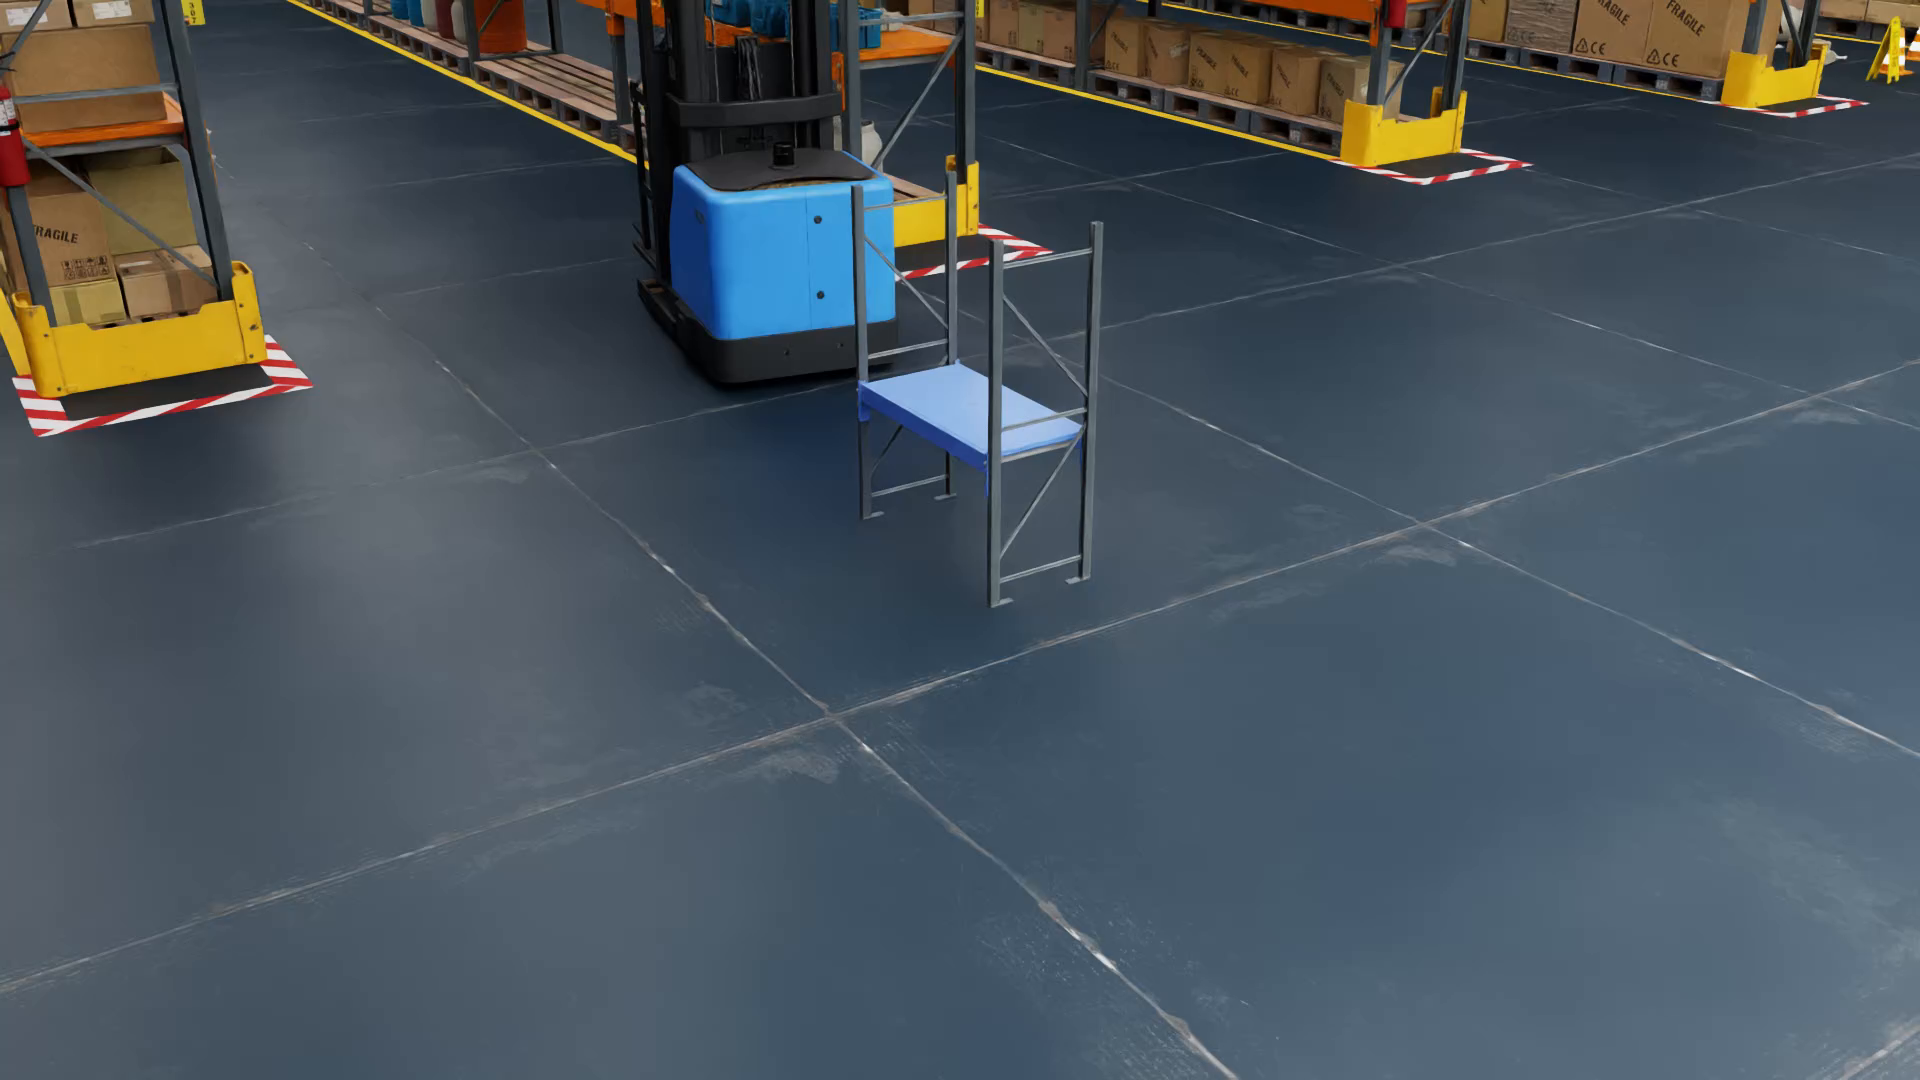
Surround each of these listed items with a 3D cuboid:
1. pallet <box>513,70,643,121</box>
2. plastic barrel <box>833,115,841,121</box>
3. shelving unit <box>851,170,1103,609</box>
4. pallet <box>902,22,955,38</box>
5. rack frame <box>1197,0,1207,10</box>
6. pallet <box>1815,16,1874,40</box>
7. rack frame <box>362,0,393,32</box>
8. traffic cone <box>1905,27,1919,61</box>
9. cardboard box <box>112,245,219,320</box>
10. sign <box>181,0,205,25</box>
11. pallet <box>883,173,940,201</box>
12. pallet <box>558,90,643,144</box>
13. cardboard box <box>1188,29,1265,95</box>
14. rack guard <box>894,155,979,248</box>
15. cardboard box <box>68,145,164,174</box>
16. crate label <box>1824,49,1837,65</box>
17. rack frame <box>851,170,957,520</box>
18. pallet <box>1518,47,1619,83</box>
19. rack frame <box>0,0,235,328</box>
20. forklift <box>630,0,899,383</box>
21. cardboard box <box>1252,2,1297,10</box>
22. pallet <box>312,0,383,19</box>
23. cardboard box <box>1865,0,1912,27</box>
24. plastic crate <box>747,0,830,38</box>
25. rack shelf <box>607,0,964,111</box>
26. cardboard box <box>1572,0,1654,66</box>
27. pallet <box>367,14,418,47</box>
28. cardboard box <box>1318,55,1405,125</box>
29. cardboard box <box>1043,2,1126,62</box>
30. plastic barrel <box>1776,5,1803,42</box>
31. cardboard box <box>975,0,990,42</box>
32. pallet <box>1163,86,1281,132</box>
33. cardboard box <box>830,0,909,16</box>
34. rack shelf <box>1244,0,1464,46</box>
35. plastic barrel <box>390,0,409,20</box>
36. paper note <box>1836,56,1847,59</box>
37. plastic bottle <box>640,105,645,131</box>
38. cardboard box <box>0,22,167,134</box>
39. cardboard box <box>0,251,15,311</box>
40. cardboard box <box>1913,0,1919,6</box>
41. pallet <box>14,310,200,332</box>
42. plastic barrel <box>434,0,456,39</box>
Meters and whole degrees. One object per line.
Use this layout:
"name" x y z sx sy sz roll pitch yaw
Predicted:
"pallet" -3.660 -4.339 16.194 1.003 0.211 1.213 -16 29 -30
"plastic barrel" -1.042 -2.922 12.349 0.421 0.512 0.421 0 25 0
"shelving unit" 0.047 -0.648 6.865 0.538 1.500 1.048 -16 29 -30
"pallet" -0.137 -5.935 19.576 1.003 0.211 1.213 -16 29 -30
"rack frame" 3.649 -8.596 21.945 1.000 3.000 0.127 -16 29 -30
"pallet" 10.991 -6.425 20.613 1.003 0.211 1.213 -16 29 -30
"rack frame" -6.896 -7.753 20.159 1.000 3.000 0.127 -16 29 -30
"traffic cone" 10.792 -5.630 18.635 0.336 0.463 0.334 -16 29 -30
"cardboard box" -4.604 -1.498 9.638 0.500 0.250 0.500 -16 29 -30
"sign" -4.029 -2.862 8.692 0.100 0.325 0.005 -16 29 -30
"pallet" -0.865 -2.508 12.315 1.003 0.211 1.213 -16 29 -30
"pallet" -2.990 -3.902 15.269 1.003 0.211 1.213 -16 29 -30
"cardboard box" 2.530 -4.546 15.802 0.500 0.500 0.500 -19 31 -34
"rack guard" -0.426 -2.346 11.635 1.175 0.500 0.348 -16 29 -30
"cardboard box" -5.162 -2.191 10.228 0.500 0.500 0.500 -16 29 -30
"crate label" 9.567 -5.369 18.464 0.298 0.136 0.250 12 28 24
"rack frame" -0.231 -0.830 7.250 0.500 1.500 0.032 -16 29 -30
"pallet" 6.852 -5.177 17.970 1.003 0.211 1.213 -16 29 -30
"rack frame" -4.497 -2.308 8.625 1.000 3.000 0.127 -16 29 -30
"forklift" -1.358 -2.763 9.669 1.130 2.935 3.031 -10 27 -20
"cardboard box" 4.386 -7.218 21.169 1.050 0.750 0.750 -15 29 -29
"pallet" -8.000 -7.183 22.218 1.003 0.211 1.213 -16 29 -30
"cardboard box" 11.165 -6.284 19.778 0.500 0.250 0.500 -15 29 -29
"plastic crate" -1.219 -3.736 11.825 0.499 0.251 0.408 -16 29 -30
"rack shelf" -1.437 -3.851 12.736 1.077 0.370 4.000 -16 29 -30
"cardboard box" 7.108 -5.505 17.395 0.875 0.875 0.875 -16 30 -30
"pallet" -6.510 -6.206 20.149 1.003 0.211 1.213 -16 29 -30
"cardboard box" 3.478 -3.902 14.437 0.500 0.500 0.500 -10 27 -20
"cardboard box" 1.304 -5.339 17.458 0.700 0.500 0.500 -18 31 -33
"plastic barrel" 9.712 -6.145 19.772 0.512 0.421 0.421 3 25 6
"cardboard box" 0.449 -5.913 18.675 0.700 0.500 0.500 -13 28 -25
"pallet" 2.688 -4.116 15.721 1.003 0.211 1.213 -16 29 -30
"cardboard box" -0.922 -6.957 20.470 1.225 0.875 0.875 -17 30 -32
"rack shelf" 2.713 -5.005 15.181 1.077 0.370 4.000 -16 29 -30
"plastic barrel" -6.613 -6.795 20.097 0.600 0.901 0.708 -16 29 -30
"paper note" 9.924 -5.456 18.772 0.142 0.019 0.148 18 31 33
"plastic bottle" -2.666 -3.572 14.066 0.097 0.201 0.097 0 25 0
"cardboard box" -4.741 -2.523 8.963 0.700 0.500 0.500 -16 29 -30
"cardboard box" -5.321 -1.553 9.755 0.500 0.250 0.500 -16 29 -30
"cardboard box" 11.452 -6.436 19.220 0.500 0.500 0.500 -15 29 -29
"pallet" -4.950 -1.310 9.779 1.003 0.211 1.213 -16 29 -30
"plastic barrel" -5.610 -5.996 18.771 0.600 0.588 0.708 -16 29 -30
